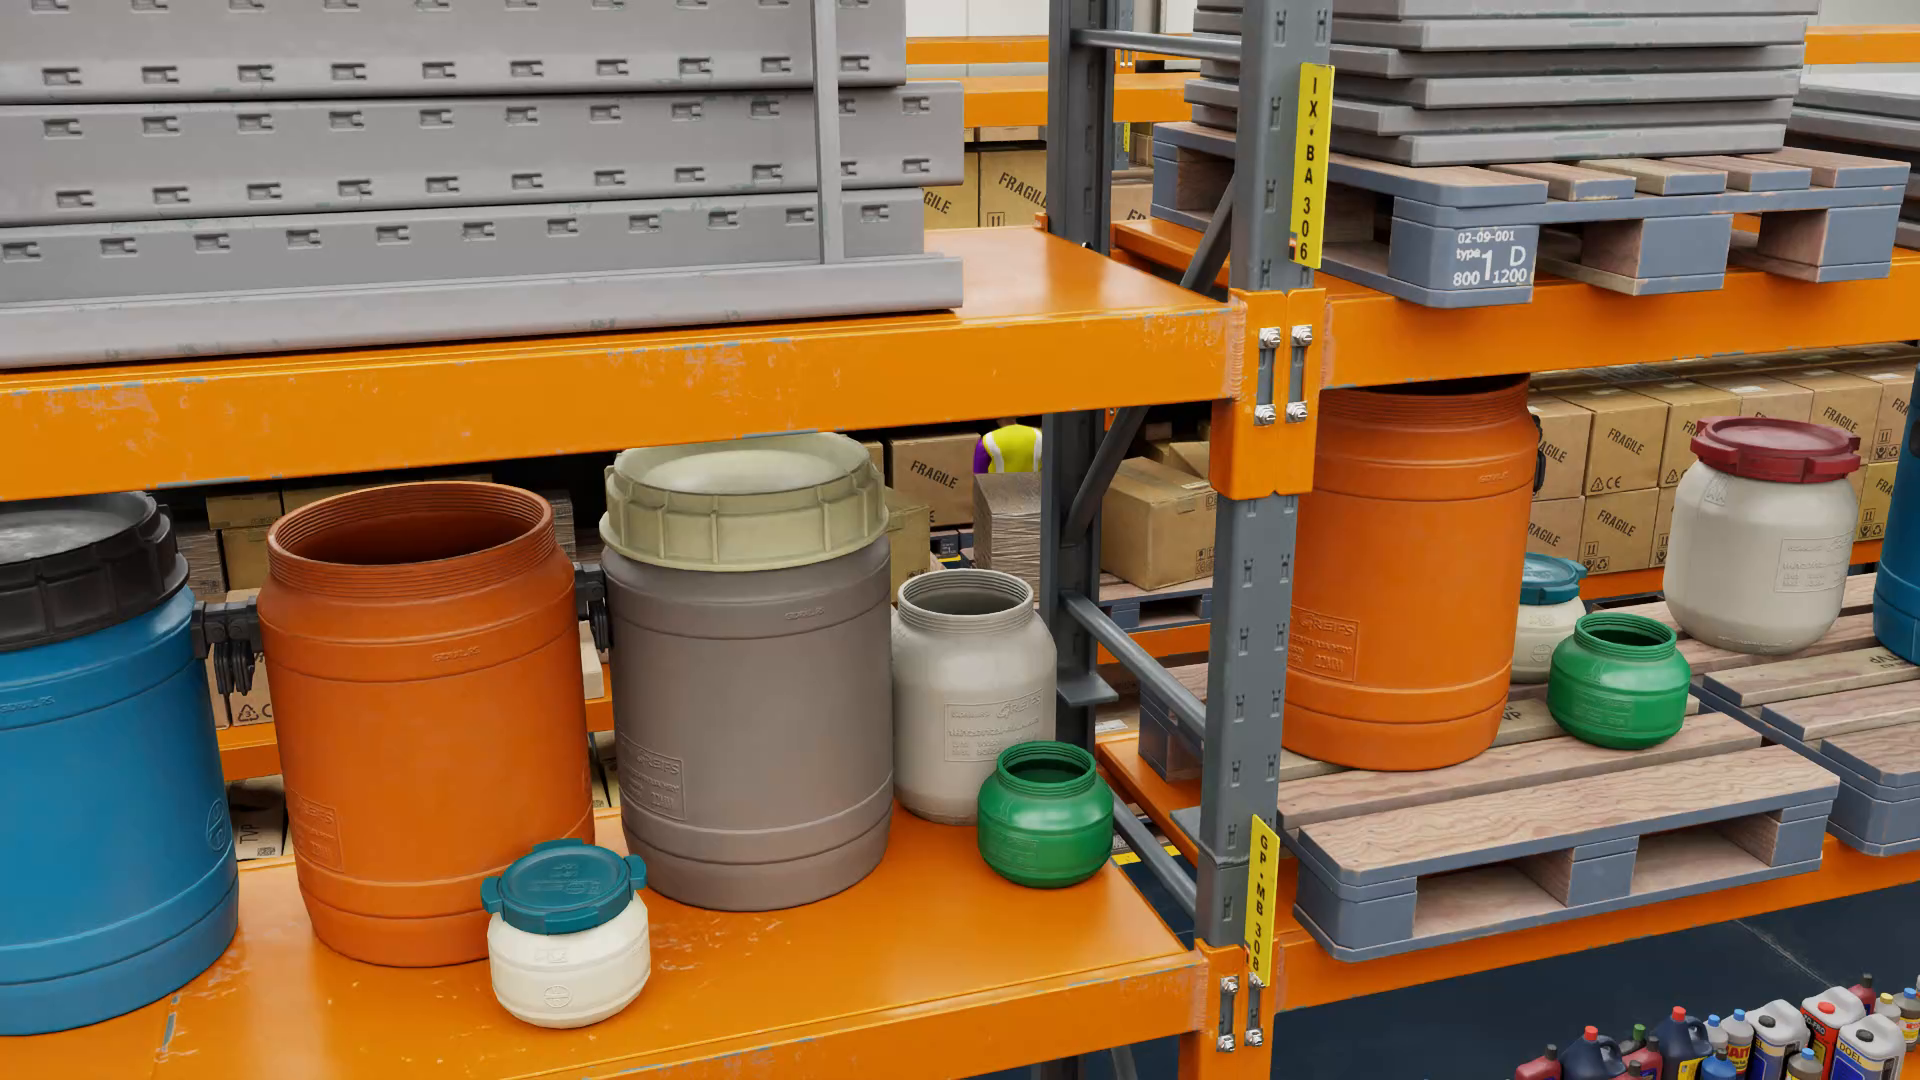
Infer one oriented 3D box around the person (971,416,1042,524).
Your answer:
[{"bbox_3d":[0.361,-0.232,12.203,0.594,1.764,0.435,-7,20,-19],"label":"person"}]
